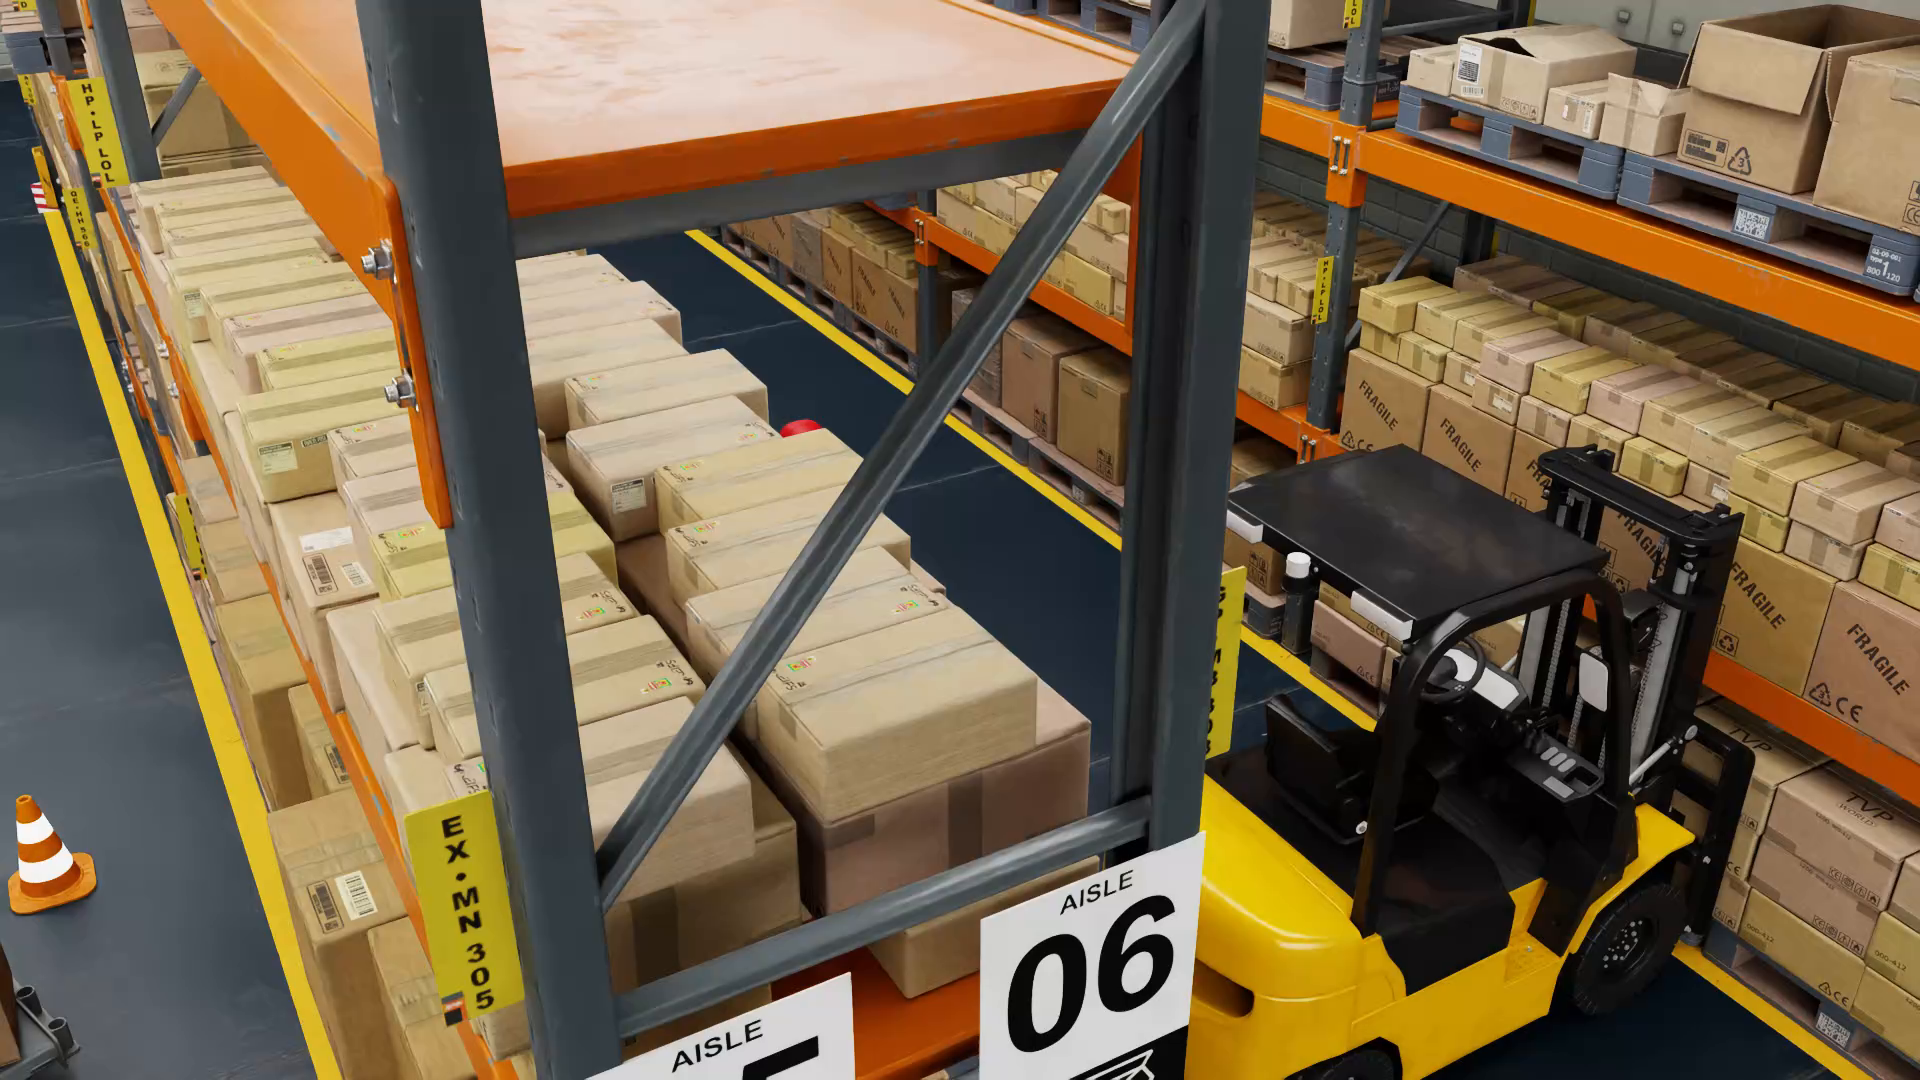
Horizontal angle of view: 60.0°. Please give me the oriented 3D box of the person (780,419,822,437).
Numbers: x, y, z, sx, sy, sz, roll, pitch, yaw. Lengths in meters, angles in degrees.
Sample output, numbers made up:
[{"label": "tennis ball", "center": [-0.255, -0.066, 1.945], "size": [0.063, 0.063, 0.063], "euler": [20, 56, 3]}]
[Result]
[{"label": "person", "center": [-0.652, 0.239, 7.674], "size": [0.456, 1.778, 0.617], "euler": [-16, 33, -27]}]
